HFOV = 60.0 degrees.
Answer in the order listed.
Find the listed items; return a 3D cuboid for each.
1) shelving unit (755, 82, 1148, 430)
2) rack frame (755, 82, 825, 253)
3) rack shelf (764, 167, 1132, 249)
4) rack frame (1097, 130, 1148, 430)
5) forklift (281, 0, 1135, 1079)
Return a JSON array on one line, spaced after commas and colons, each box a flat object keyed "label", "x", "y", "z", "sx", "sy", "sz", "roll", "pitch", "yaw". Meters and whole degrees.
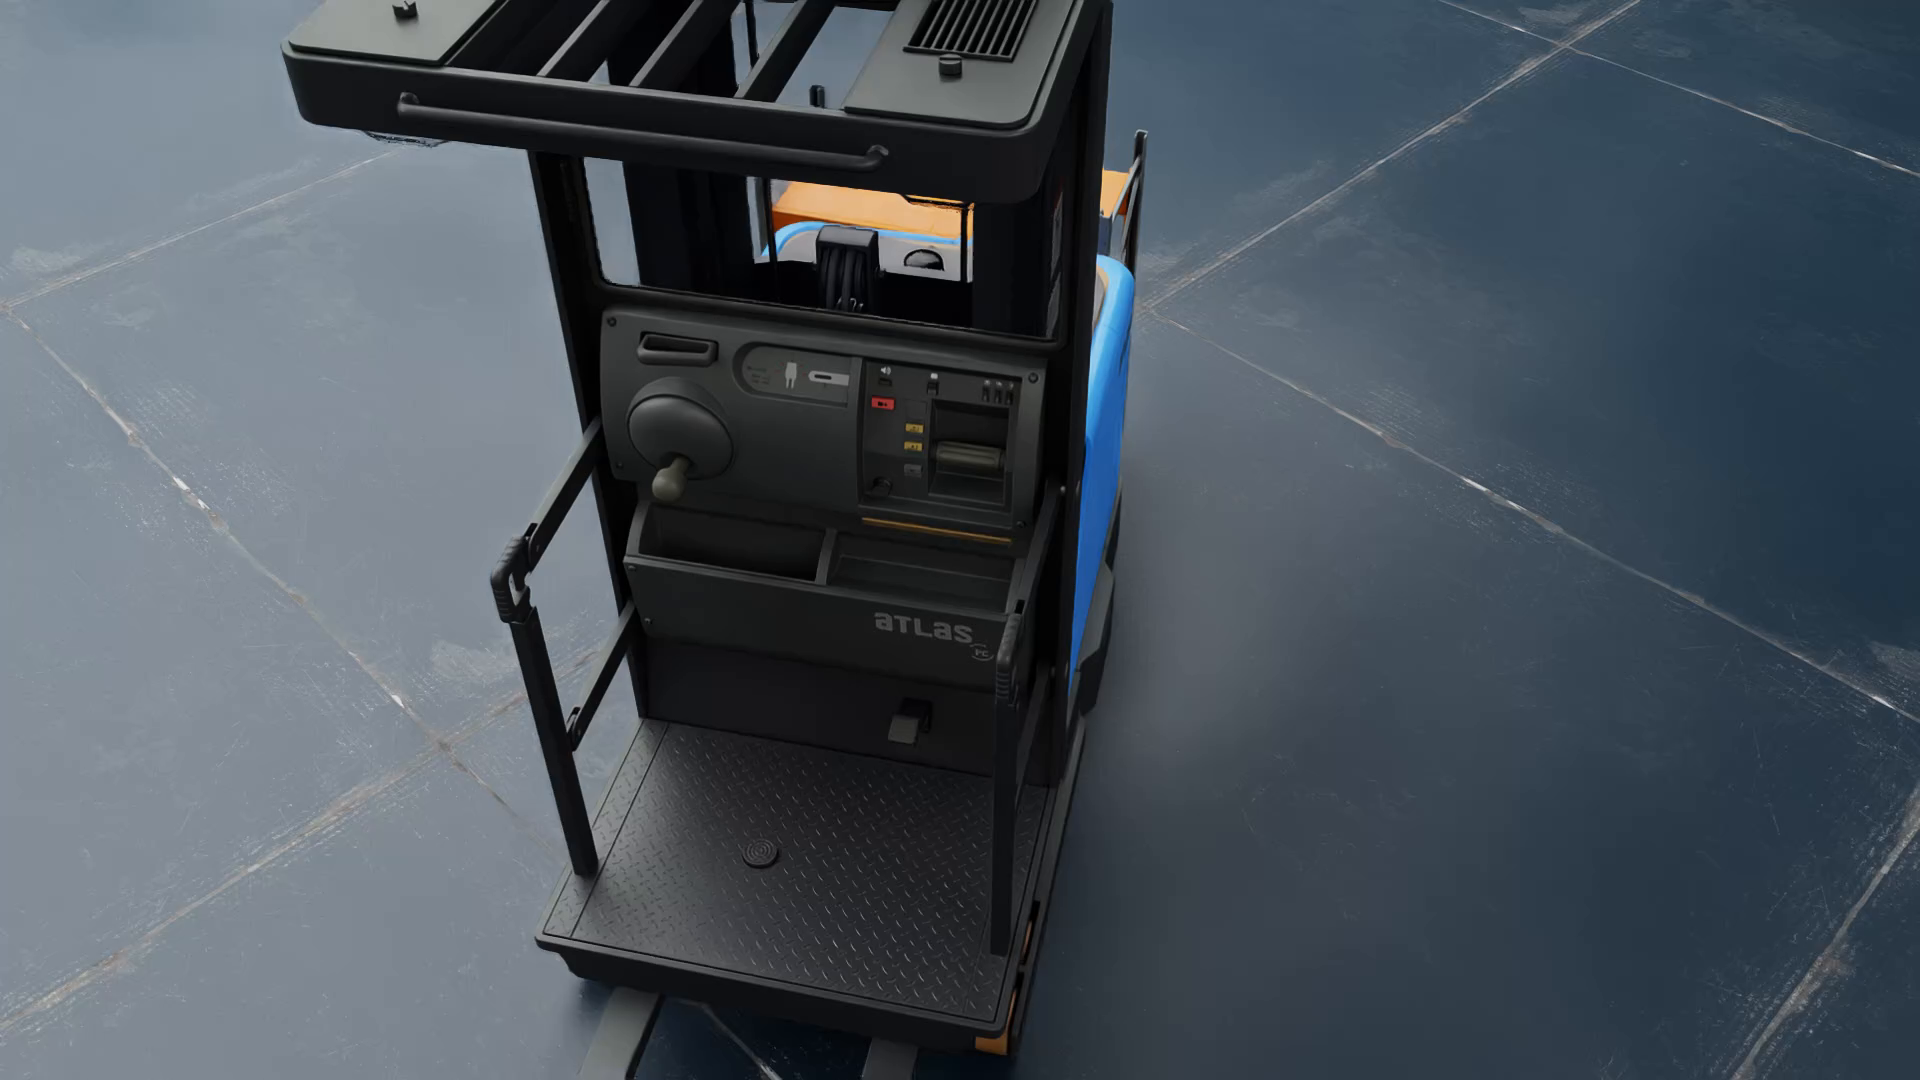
[{"label": "shelving unit", "x": -0.020, "y": -0.732, "z": 5.213, "sx": 1.048, "sy": 1.125, "sz": 0.538, "roll": 12, "pitch": 44, "yaw": 12}, {"label": "rack frame", "x": -0.506, "y": -0.832, "z": 5.322, "sx": 0.032, "sy": 1.125, "sz": 0.500, "roll": 12, "pitch": 44, "yaw": 12}, {"label": "rack shelf", "x": -0.020, "y": -0.947, "z": 5.015, "sx": 1.000, "sy": 0.278, "sz": 0.538, "roll": 12, "pitch": 44, "yaw": 12}, {"label": "rack frame", "x": 0.466, "y": -0.631, "z": 5.104, "sx": 0.032, "sy": 1.125, "sz": 0.500, "roll": 12, "pitch": 44, "yaw": 12}, {"label": "forklift", "x": -0.335, "y": -0.150, "z": 3.253, "sx": 1.130, "sy": 2.935, "sz": 3.031, "roll": 9, "pitch": 43, "yaw": 9}]
